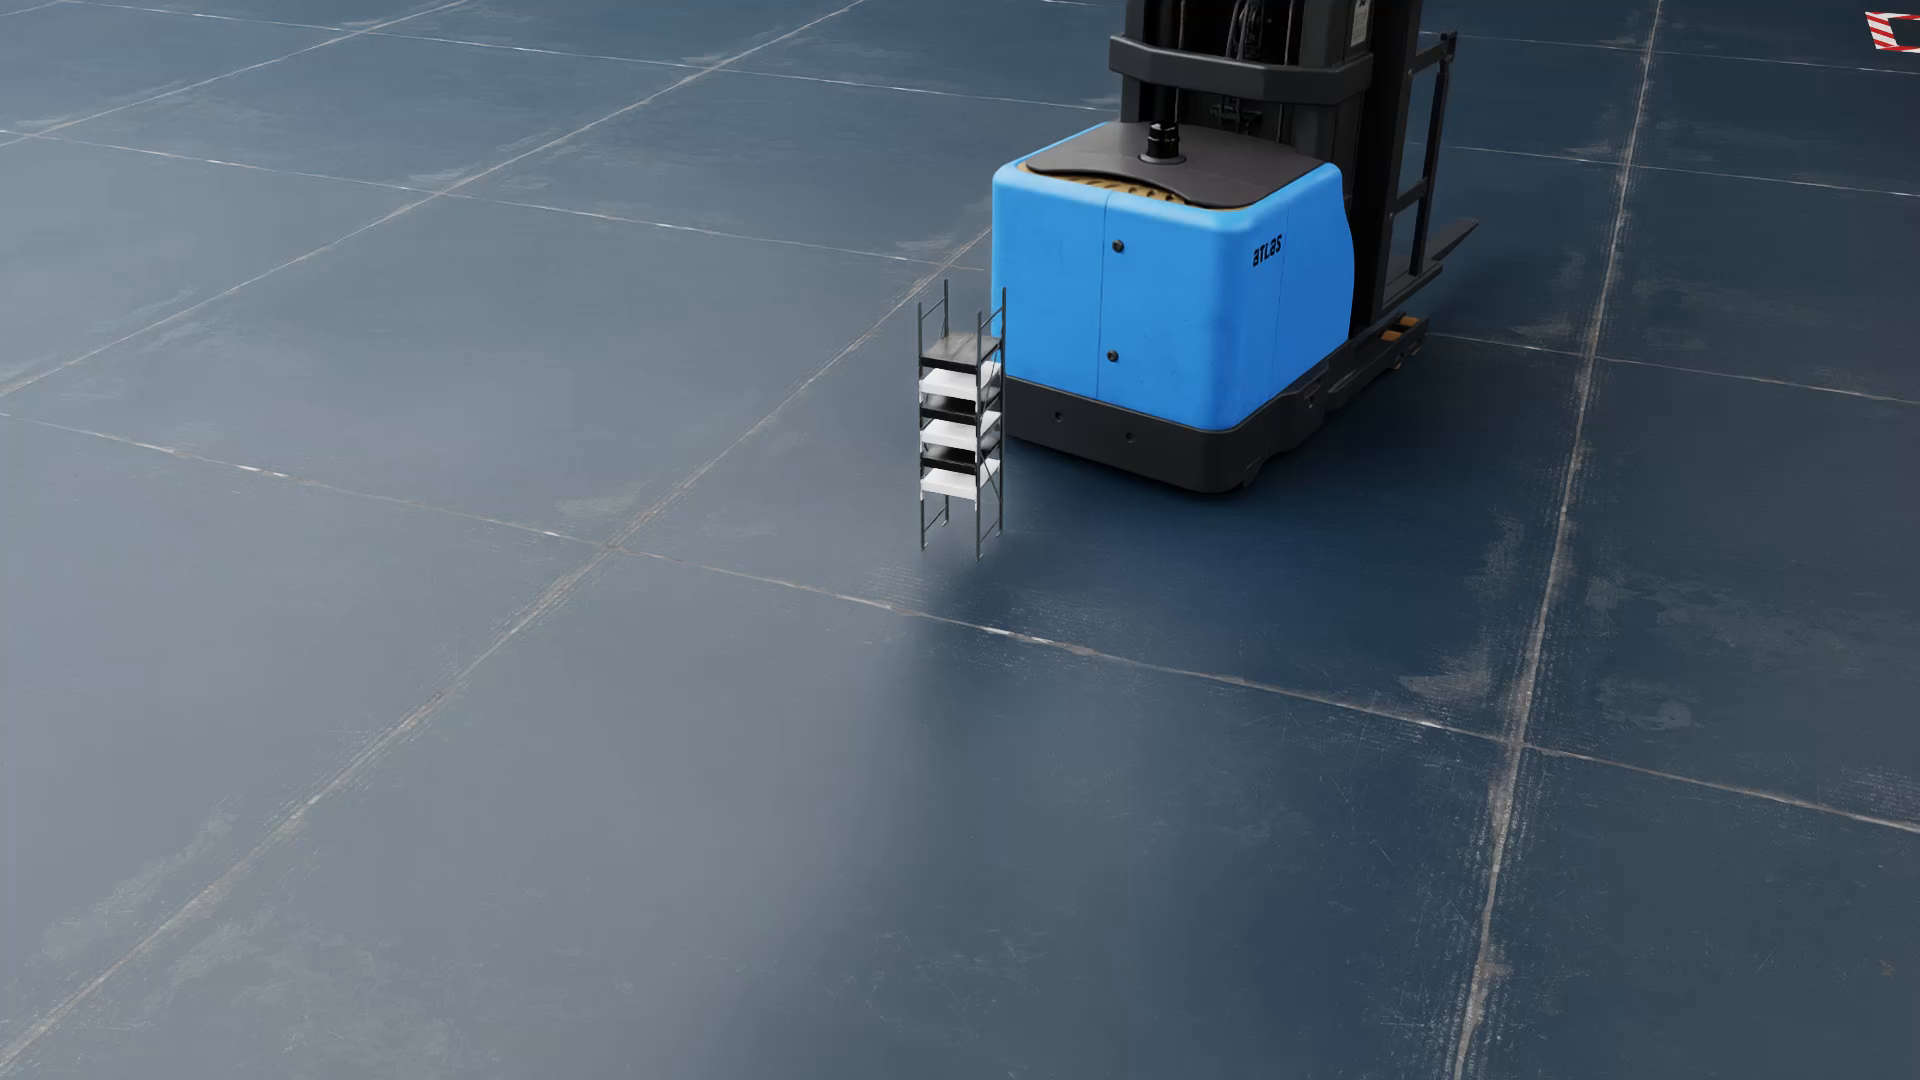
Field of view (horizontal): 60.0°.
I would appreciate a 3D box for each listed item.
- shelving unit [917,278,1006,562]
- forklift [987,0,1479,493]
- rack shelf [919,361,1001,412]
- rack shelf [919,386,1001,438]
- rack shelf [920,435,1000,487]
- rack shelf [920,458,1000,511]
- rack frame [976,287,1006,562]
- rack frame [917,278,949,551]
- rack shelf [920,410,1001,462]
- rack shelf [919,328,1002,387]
[{"bbox_3d":[0.008,-0.390,5.526,0.210,0.900,0.258,11,31,19],"label":"shelving unit"},{"bbox_3d":[1.360,-2.115,6.514,1.130,2.935,3.031,19,35,30],"label":"forklift"},{"bbox_3d":[0.008,-0.518,5.454,0.200,0.077,0.258,11,31,19],"label":"rack shelf"},{"bbox_3d":[0.008,-0.440,5.498,0.200,0.077,0.258,11,31,19],"label":"rack shelf"},{"bbox_3d":[0.008,-0.283,5.587,0.200,0.077,0.258,11,31,19],"label":"rack shelf"},{"bbox_3d":[0.008,-0.205,5.631,0.200,0.077,0.258,11,31,19],"label":"rack shelf"},{"bbox_3d":[0.102,-0.371,5.493,0.006,0.900,0.240,11,31,19],"label":"rack frame"},{"bbox_3d":[-0.087,-0.409,5.559,0.006,0.900,0.240,11,31,19],"label":"rack frame"},{"bbox_3d":[0.008,-0.361,5.542,0.200,0.077,0.258,11,31,19],"label":"rack shelf"},{"bbox_3d":[0.008,-0.596,5.409,0.200,0.077,0.258,11,31,19],"label":"rack shelf"}]
